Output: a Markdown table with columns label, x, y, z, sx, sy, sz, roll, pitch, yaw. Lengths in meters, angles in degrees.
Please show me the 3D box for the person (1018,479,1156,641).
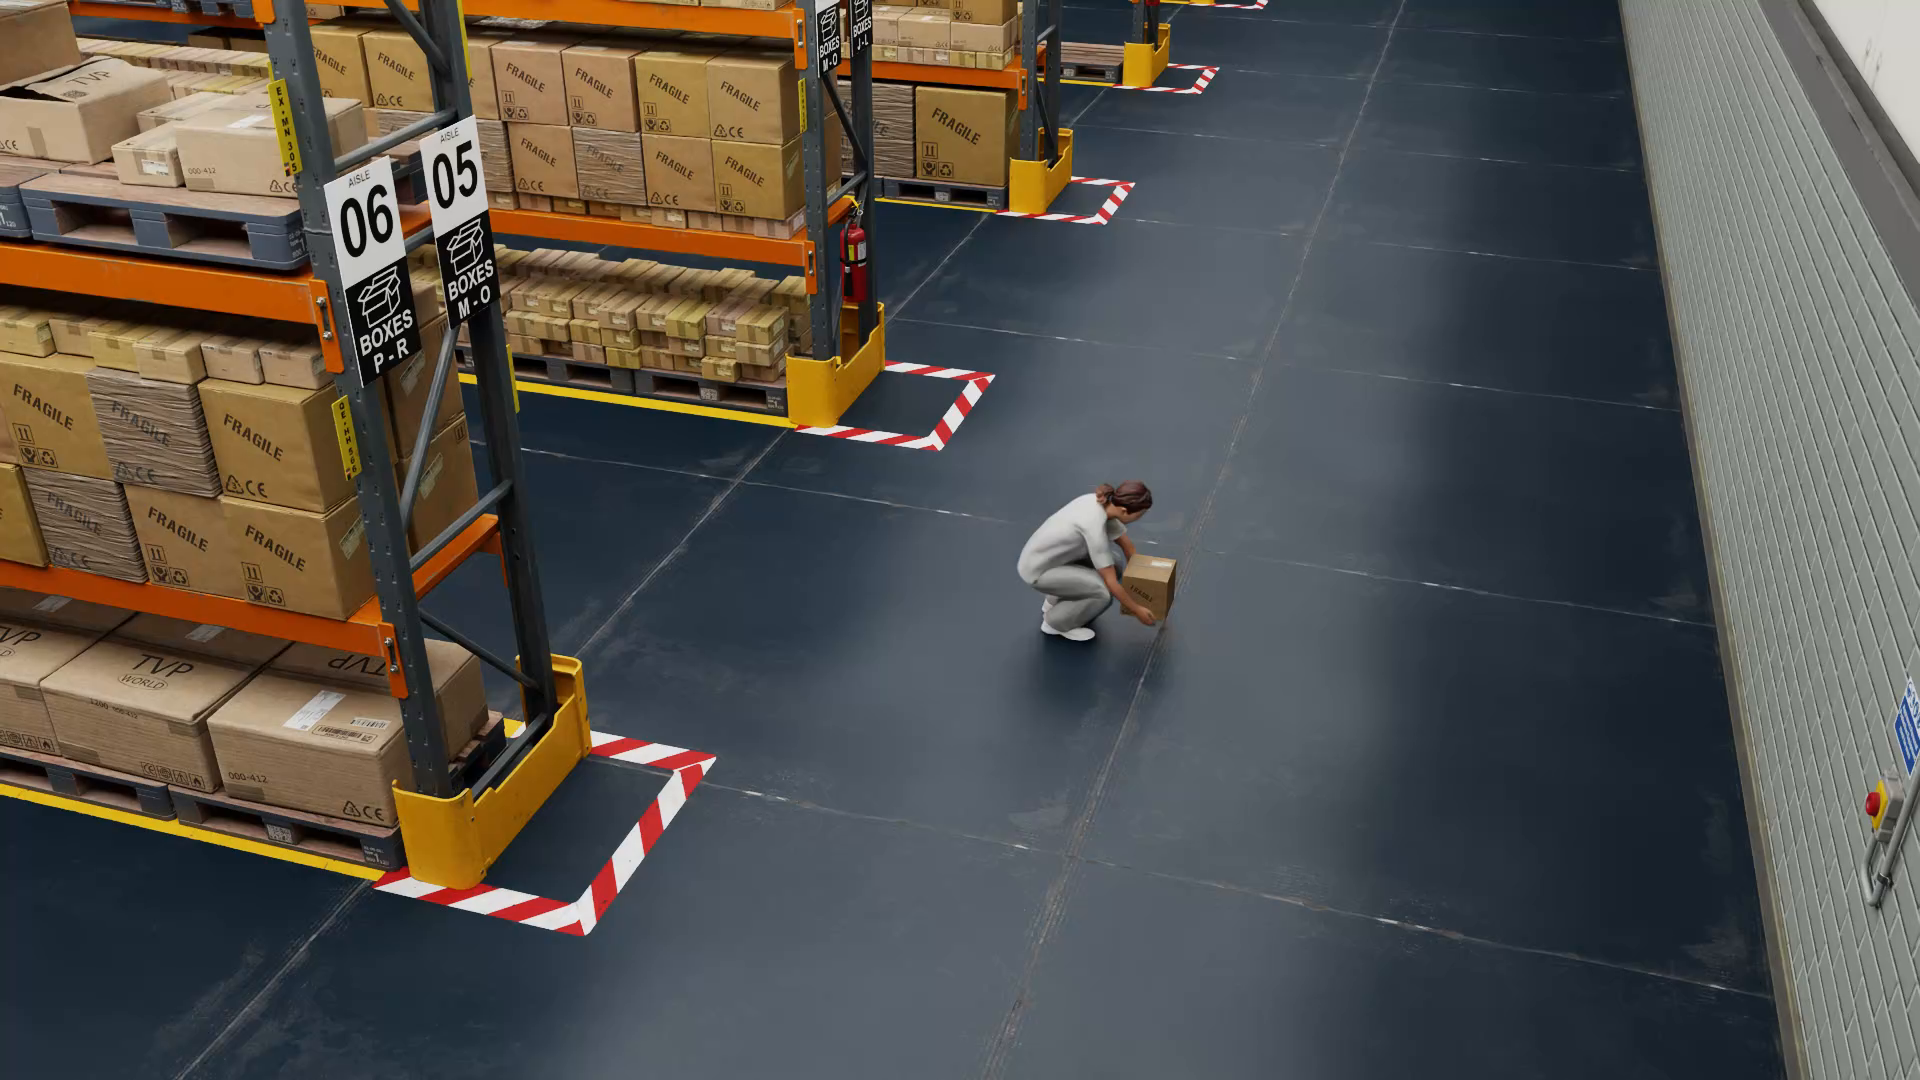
| label | x | y | z | sx | sy | sz | roll | pitch | yaw |
| --- | --- | --- | --- | --- | --- | --- | --- | --- | --- |
| person | 0.723 | 0.086 | 9.114 | 0.806 | 0.936 | 0.479 | 8 | 30 | 15 |
